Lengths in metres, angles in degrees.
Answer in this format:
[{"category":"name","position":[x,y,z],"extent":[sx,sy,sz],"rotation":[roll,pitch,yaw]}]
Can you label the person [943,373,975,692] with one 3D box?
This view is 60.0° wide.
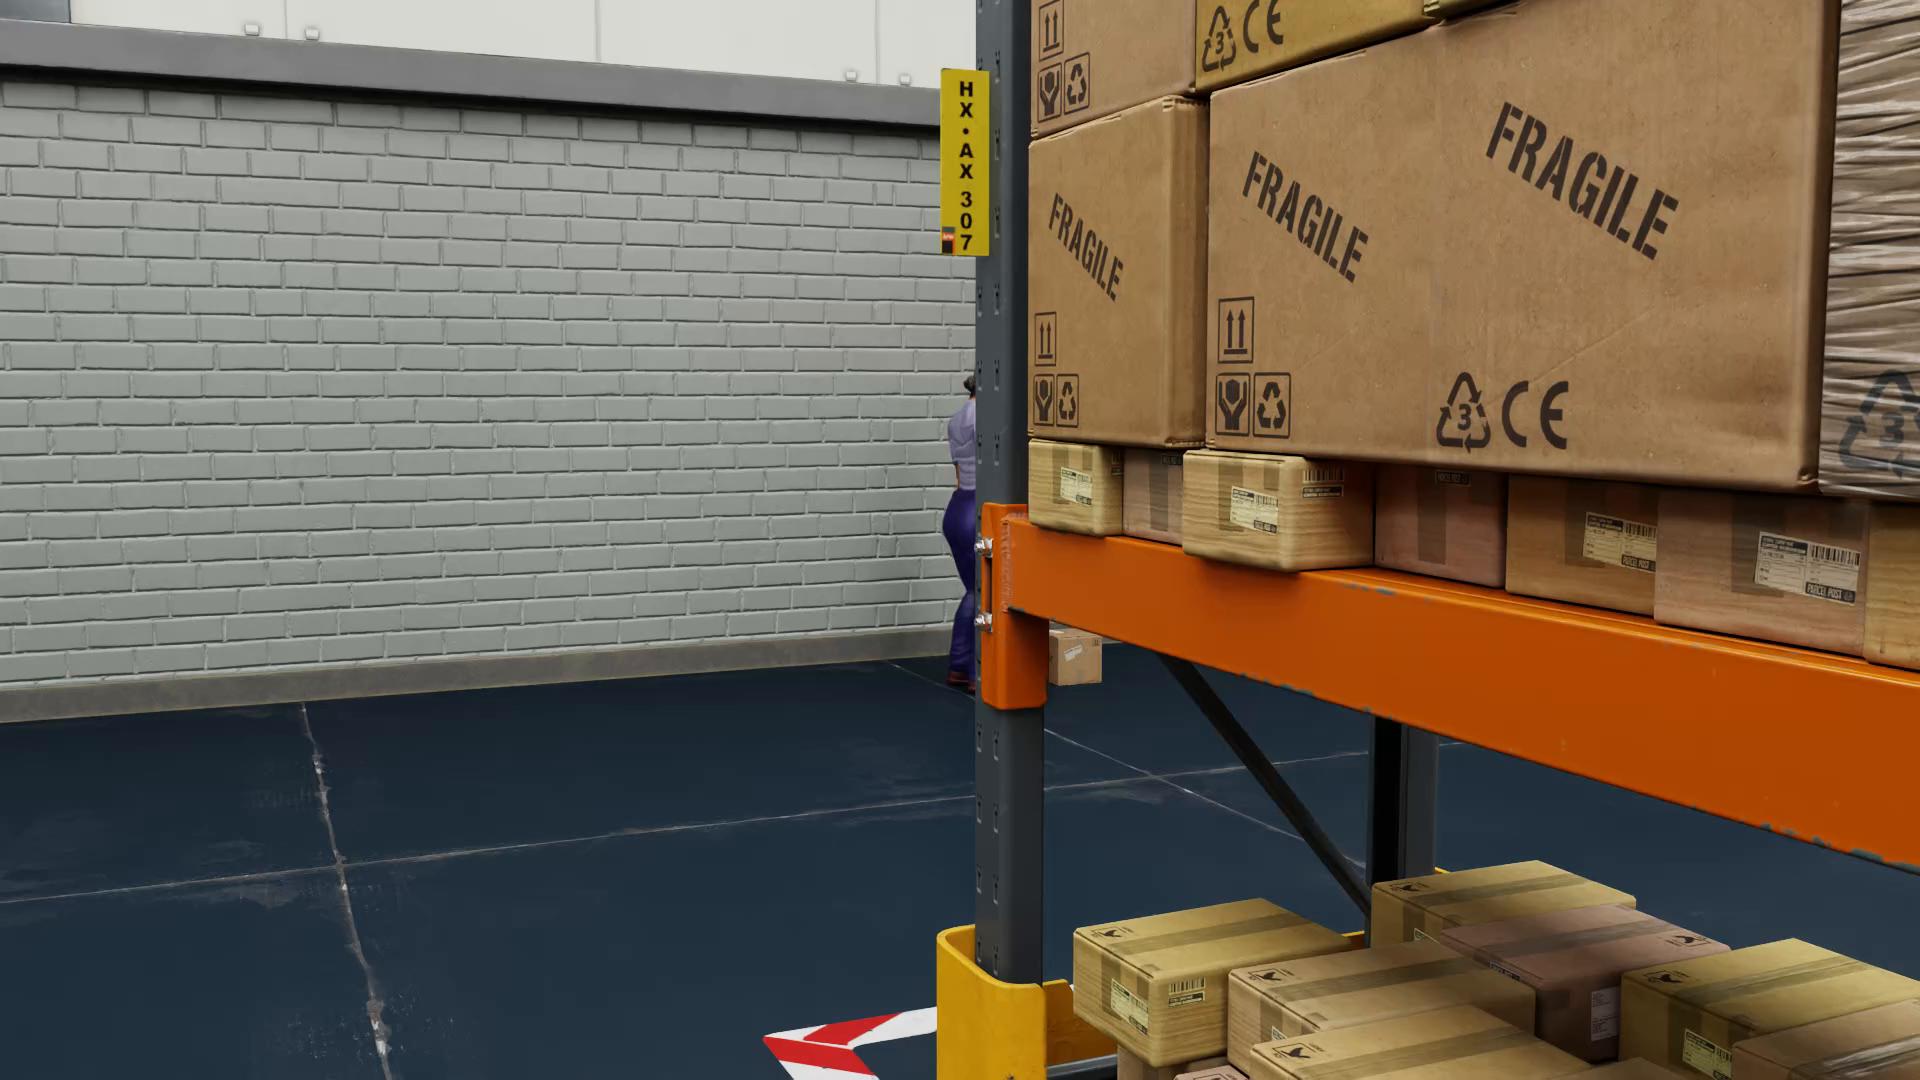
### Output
[{"category":"person","position":[0.098,-0.061,8.349],"extent":[0.336,1.636,0.480],"rotation":[-2,6,-23]}]
